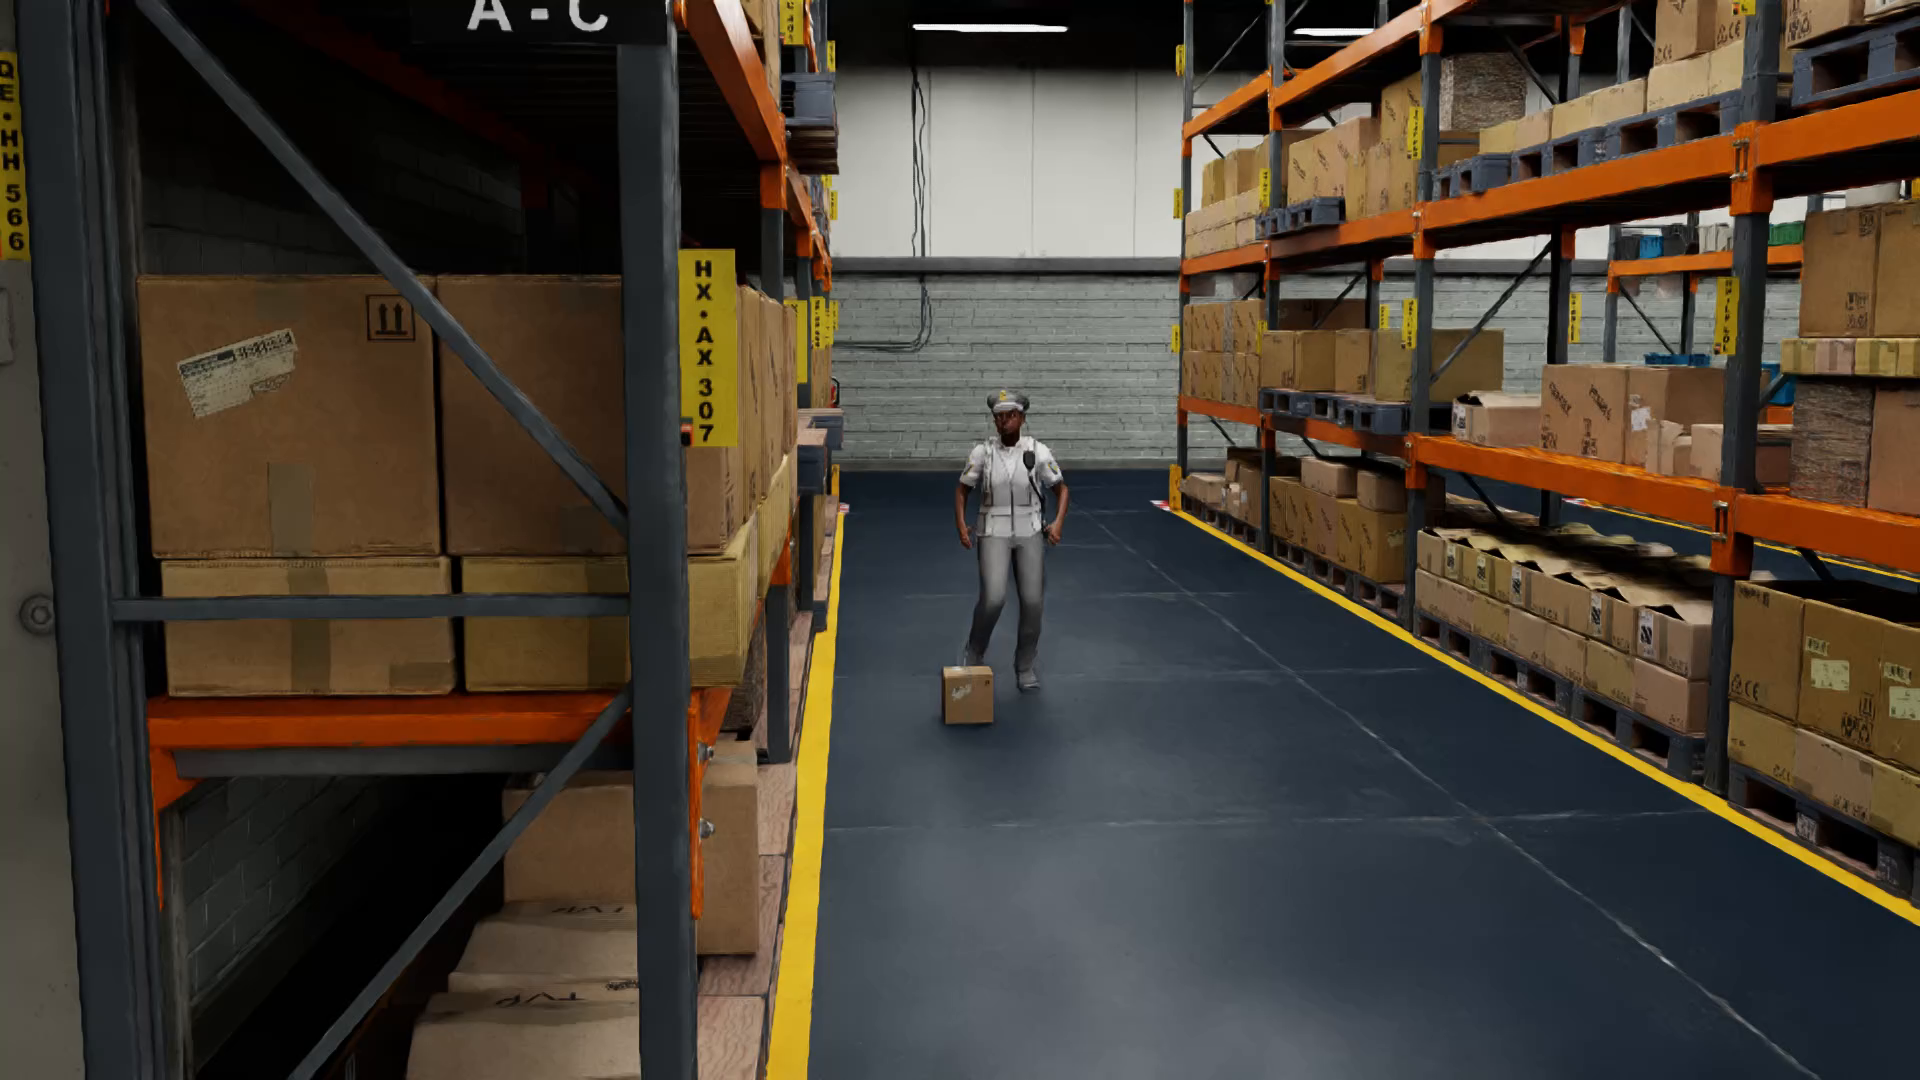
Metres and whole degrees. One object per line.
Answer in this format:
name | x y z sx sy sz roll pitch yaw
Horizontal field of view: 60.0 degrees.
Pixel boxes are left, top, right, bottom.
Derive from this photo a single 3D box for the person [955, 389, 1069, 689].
person | 0.302 -0.001 9.270 0.639 1.672 0.467 -1 7 -7
